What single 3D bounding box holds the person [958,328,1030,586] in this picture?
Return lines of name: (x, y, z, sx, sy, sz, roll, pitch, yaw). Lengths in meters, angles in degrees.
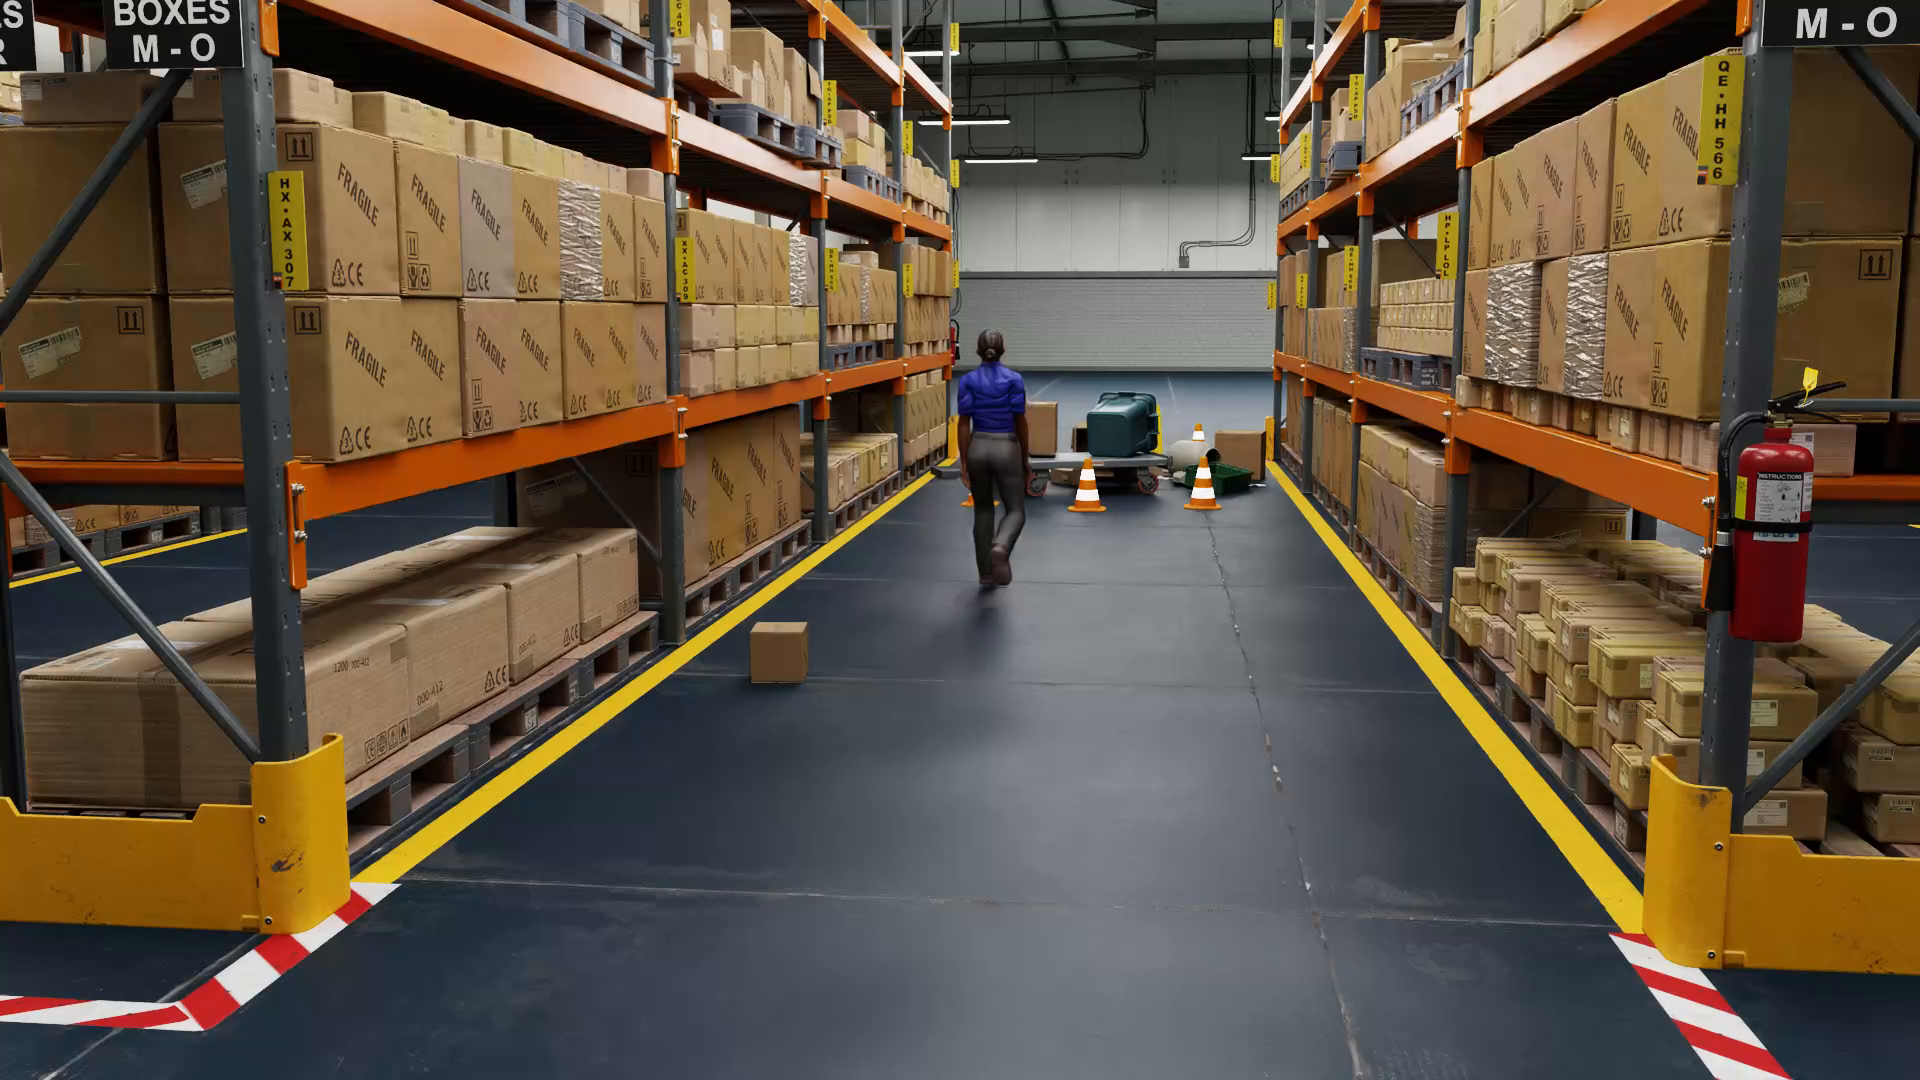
person: (0.207, -0.506, 10.430, 0.445, 1.631, 0.727, 2, 8, 12)
